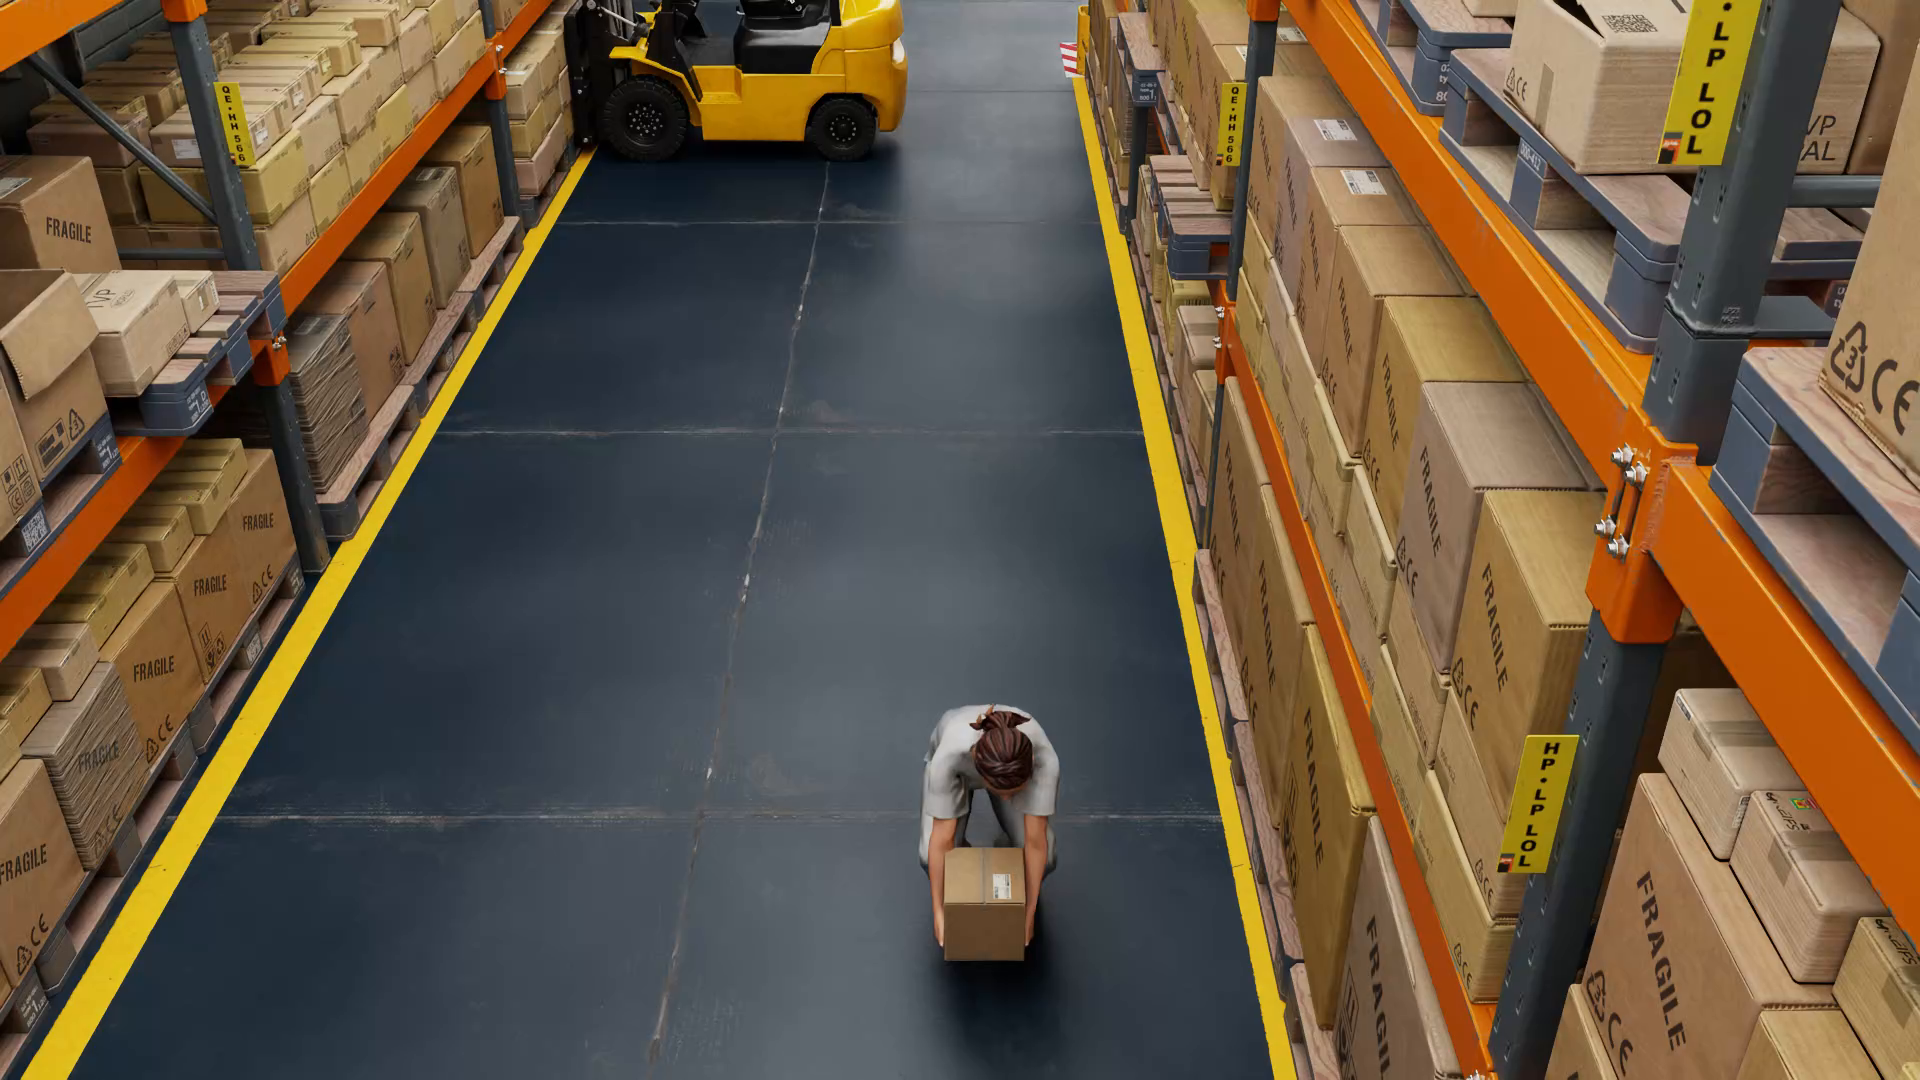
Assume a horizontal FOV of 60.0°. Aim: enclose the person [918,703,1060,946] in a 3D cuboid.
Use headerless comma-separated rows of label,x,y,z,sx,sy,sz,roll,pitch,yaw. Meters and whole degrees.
person,0.089,0.858,5.442,0.455,0.953,0.810,-1,32,-1
